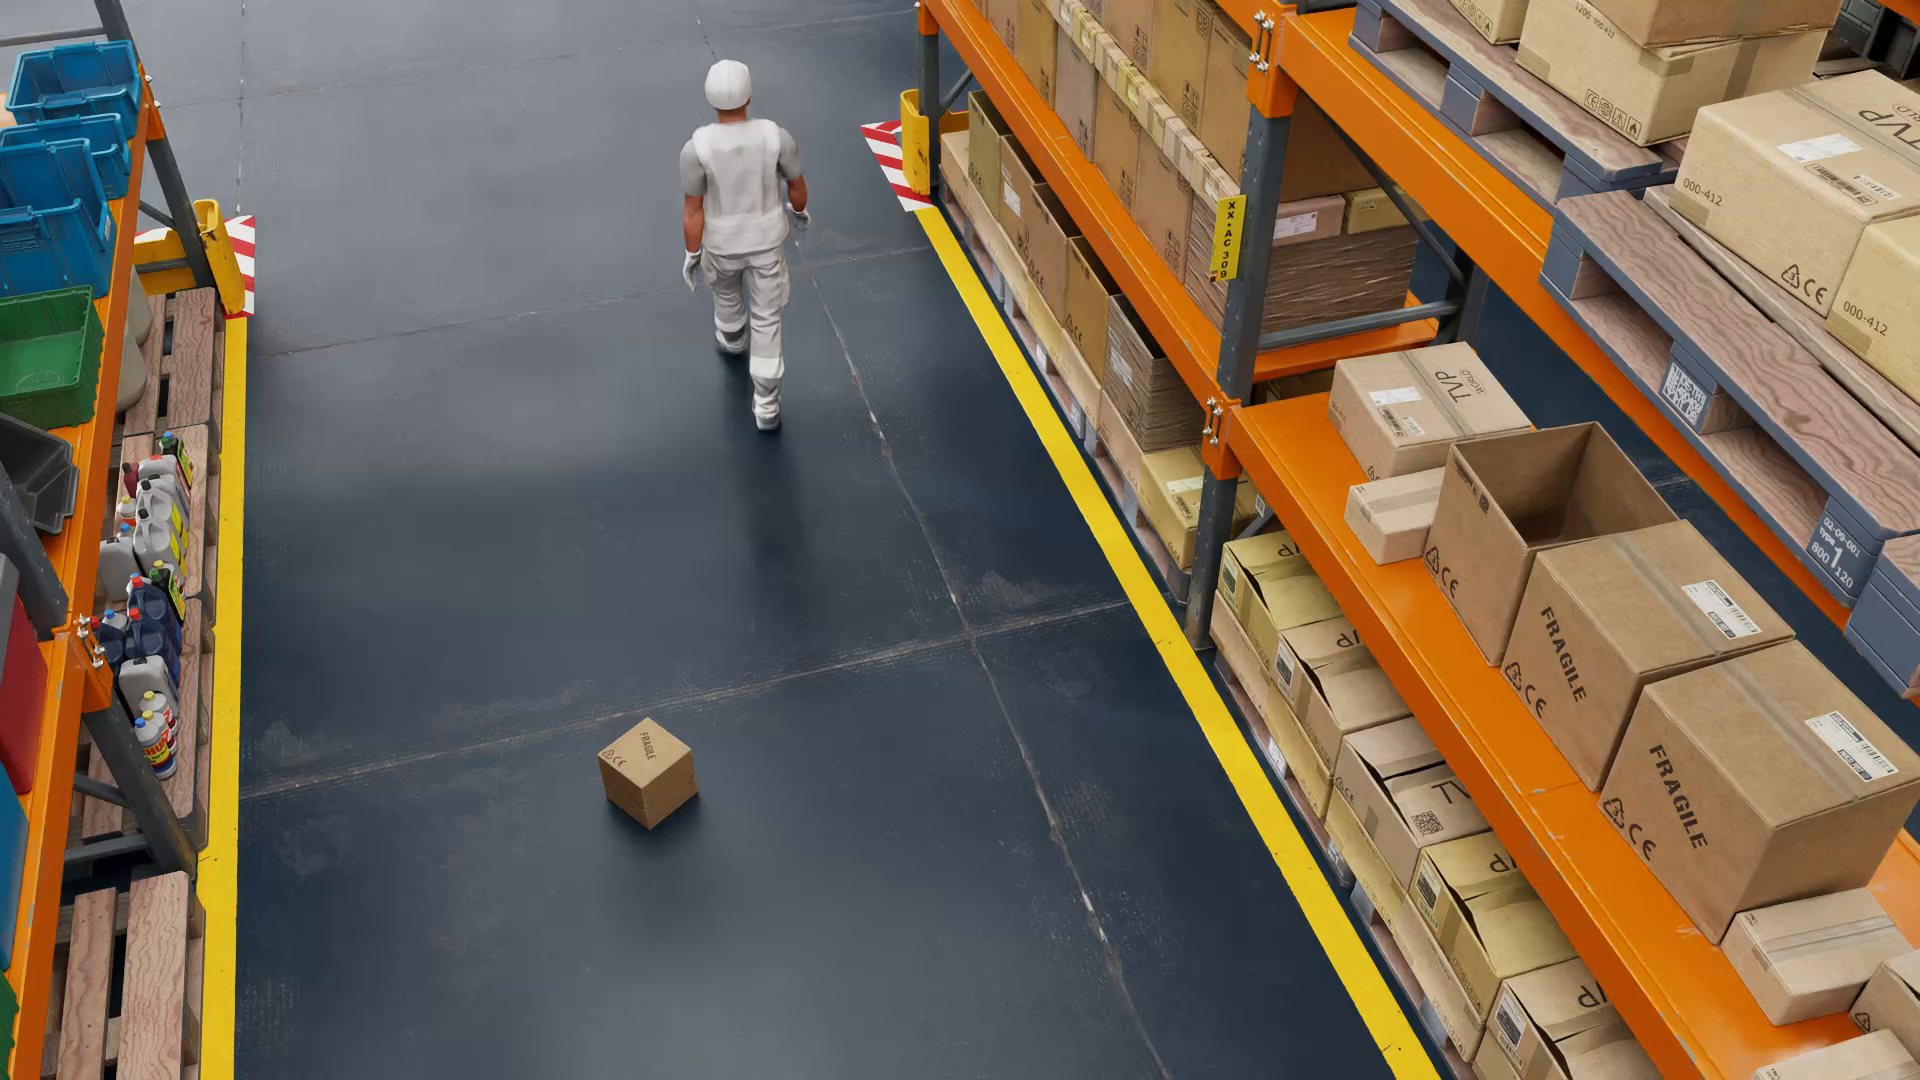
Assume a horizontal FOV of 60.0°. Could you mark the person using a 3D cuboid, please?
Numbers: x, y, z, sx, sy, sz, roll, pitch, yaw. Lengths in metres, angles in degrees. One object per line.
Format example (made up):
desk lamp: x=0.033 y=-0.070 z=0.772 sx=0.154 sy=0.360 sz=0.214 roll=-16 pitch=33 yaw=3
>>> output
person: x=-1.002 y=-1.485 z=7.770 sx=0.609 sy=1.734 sz=0.989 roll=-5 pitch=42 yaw=-6
